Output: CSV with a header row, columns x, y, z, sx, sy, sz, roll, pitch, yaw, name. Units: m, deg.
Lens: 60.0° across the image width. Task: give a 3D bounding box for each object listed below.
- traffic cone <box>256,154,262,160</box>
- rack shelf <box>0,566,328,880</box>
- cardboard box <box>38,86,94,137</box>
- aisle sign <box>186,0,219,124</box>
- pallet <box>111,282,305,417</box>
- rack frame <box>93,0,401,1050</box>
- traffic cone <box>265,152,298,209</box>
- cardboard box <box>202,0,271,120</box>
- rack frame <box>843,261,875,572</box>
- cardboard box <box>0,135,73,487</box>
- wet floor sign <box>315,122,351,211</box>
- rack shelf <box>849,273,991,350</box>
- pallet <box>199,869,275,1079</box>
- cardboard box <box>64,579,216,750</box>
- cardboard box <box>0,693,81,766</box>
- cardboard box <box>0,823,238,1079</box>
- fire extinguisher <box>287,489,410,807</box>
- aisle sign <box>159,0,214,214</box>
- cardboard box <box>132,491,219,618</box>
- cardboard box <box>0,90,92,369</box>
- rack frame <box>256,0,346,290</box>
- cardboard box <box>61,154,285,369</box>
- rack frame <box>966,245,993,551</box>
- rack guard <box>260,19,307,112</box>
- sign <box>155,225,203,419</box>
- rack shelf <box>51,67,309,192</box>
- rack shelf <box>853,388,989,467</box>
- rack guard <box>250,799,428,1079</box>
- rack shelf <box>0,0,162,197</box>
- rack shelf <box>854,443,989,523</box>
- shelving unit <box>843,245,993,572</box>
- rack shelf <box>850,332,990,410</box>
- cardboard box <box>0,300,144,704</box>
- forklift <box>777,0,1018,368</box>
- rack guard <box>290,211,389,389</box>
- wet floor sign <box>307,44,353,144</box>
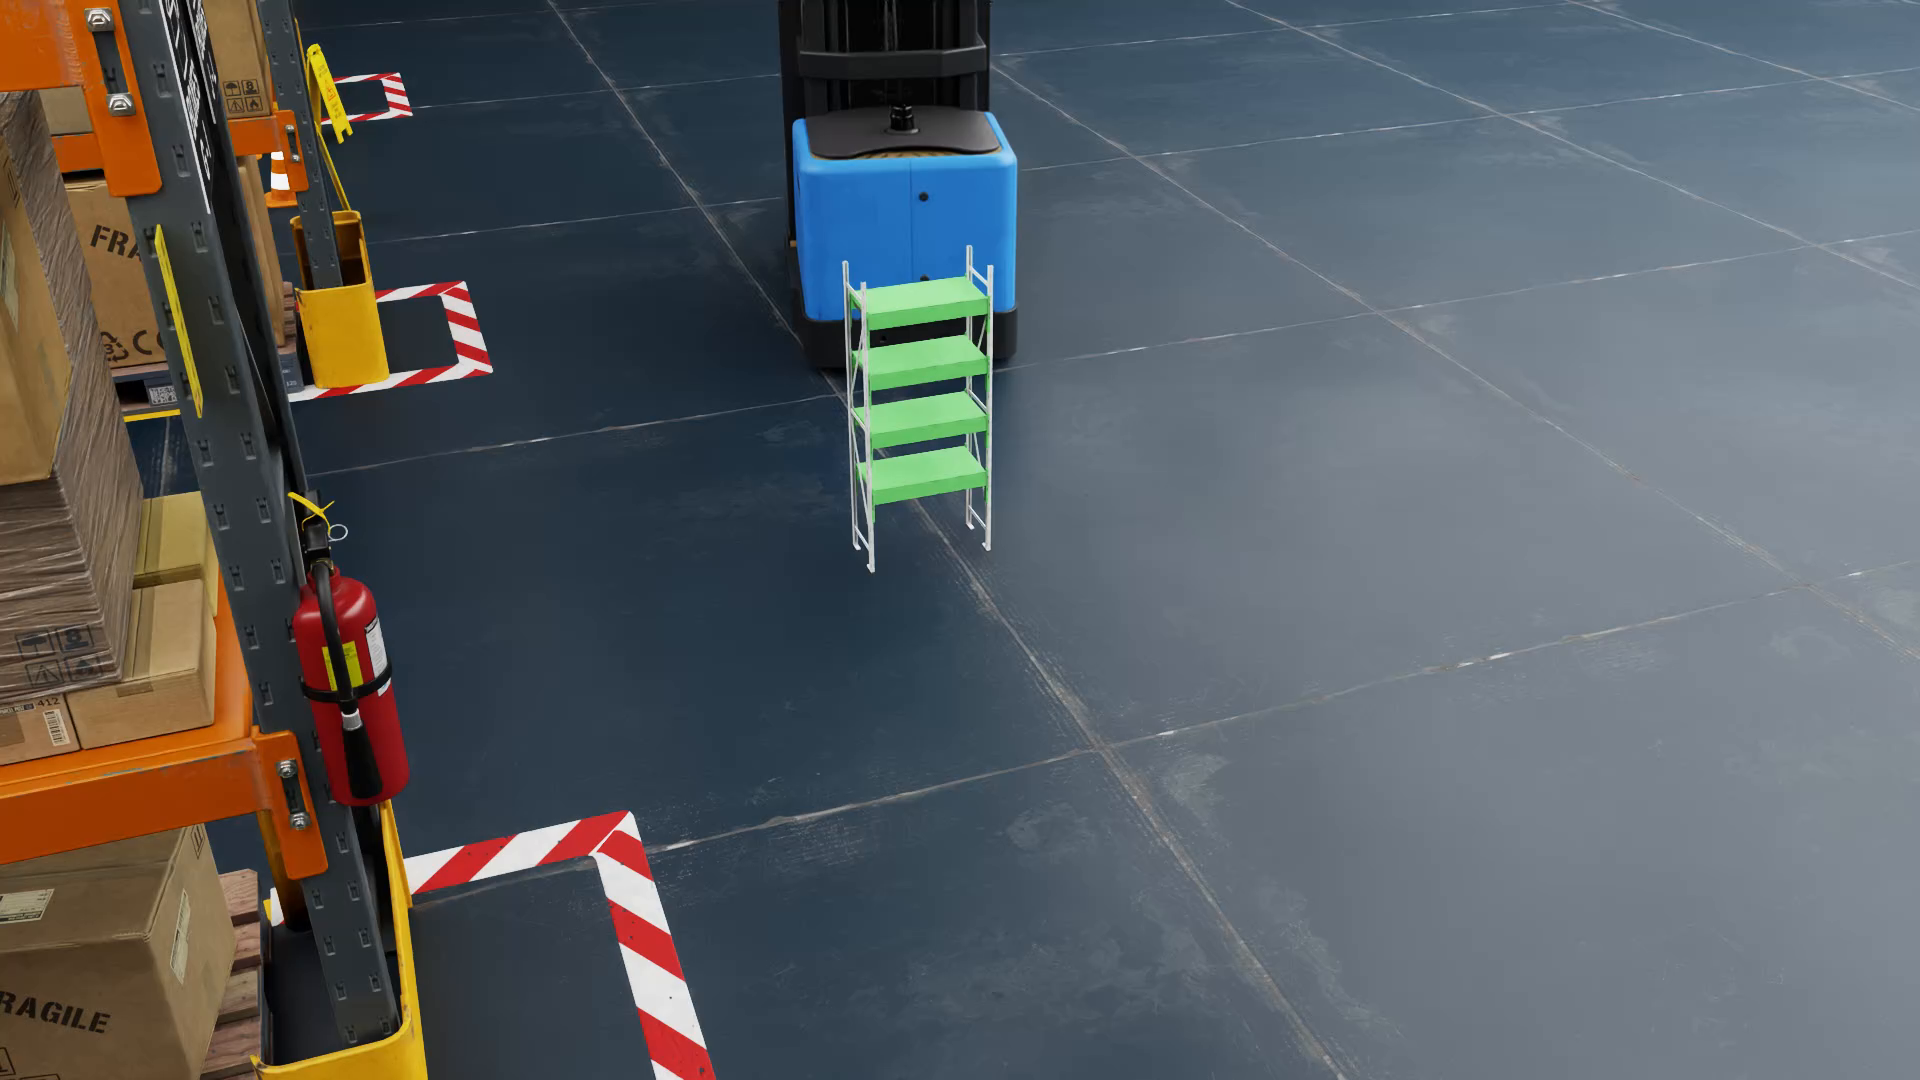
x,y,z,sx,sy,sz,roll,pitch,yaw,name
-4.941,-2.821,11.234,0.334,0.463,0.336,-10,31,-18,traffic cone
-3.407,0.660,3.289,4.000,0.370,1.077,-10,31,-18,rack shelf
-4.007,-2.192,7.416,0.550,0.550,0.875,-10,31,-18,cardboard box
-1.579,-1.278,3.336,0.004,0.787,0.394,-10,31,-18,aisle sign
-3.890,-0.931,8.171,1.213,0.211,1.003,-10,31,-18,pallet
-1.533,0.002,3.717,0.127,3.000,1.000,-10,31,-18,rack frame
-4.236,-2.365,10.433,0.334,0.463,0.336,-10,31,-18,traffic cone
-3.499,-2.297,7.600,0.550,0.550,0.875,-10,31,-18,cardboard box
-0.384,-0.451,6.329,0.015,1.200,0.240,-10,31,-18,rack frame
-1.962,-0.396,3.003,0.500,0.500,0.500,-10,31,-18,cardboard box
-3.831,-2.218,9.991,0.232,0.644,0.267,-16,33,-26,wet floor sign
-0.155,-0.854,6.197,0.480,0.148,0.258,-10,31,-18,rack shelf
-2.378,1.350,4.167,1.213,0.211,1.003,-10,31,-18,pallet
-1.728,0.256,3.525,0.250,0.149,0.380,-10,31,-18,cardboard box
-1.962,0.299,3.449,0.250,0.149,0.380,-10,31,-18,cardboard box
-2.124,1.005,4.056,0.500,0.500,0.500,-5,30,-8,cardboard box
-1.265,0.229,3.395,0.183,0.674,0.296,-10,31,-18,fire extinguisher
-1.370,-0.999,2.848,0.004,0.787,0.394,-10,31,-18,aisle sign
-1.883,0.049,3.887,0.250,0.149,0.380,-10,31,-18,cardboard box
-2.143,-0.637,3.426,0.500,0.500,0.500,-10,31,-18,cardboard box
-3.167,-2.317,7.787,0.127,3.000,1.000,-10,31,-18,rack frame
-3.780,-1.428,7.949,0.875,0.875,0.875,-10,31,-17,cardboard box
0.074,-0.535,6.477,0.015,1.200,0.240,-10,31,-18,rack frame
-5.059,-3.497,12.383,0.348,0.500,1.175,-10,31,-18,rack guard
-1.358,-0.378,2.894,0.005,0.325,0.100,-10,31,-18,sign
-5.042,-1.659,7.359,4.000,0.370,1.077,-10,31,-18,rack shelf
-0.155,-0.437,6.434,0.480,0.148,0.258,-10,31,-18,rack shelf
-1.604,1.101,4.313,0.348,0.500,1.175,-10,31,-18,rack guard
-3.407,-0.644,2.546,4.000,0.370,1.077,-10,31,-18,rack shelf
-0.155,-0.229,6.553,0.480,0.148,0.258,-10,31,-18,rack shelf
-0.155,-0.493,6.403,0.503,1.200,0.258,-10,31,-18,shelving unit
-0.155,-0.646,6.316,0.480,0.148,0.258,-10,31,-18,rack shelf
-2.058,-0.089,3.474,0.500,0.500,0.875,-10,31,-18,cardboard box
-0.421,-2.817,8.734,1.130,2.935,3.031,-4,30,-7,forklift
-3.145,-1.235,8.413,0.348,0.500,1.175,-10,31,-18,rack guard
-4.437,-3.109,11.556,0.232,0.644,0.267,0,30,0,wet floor sign
